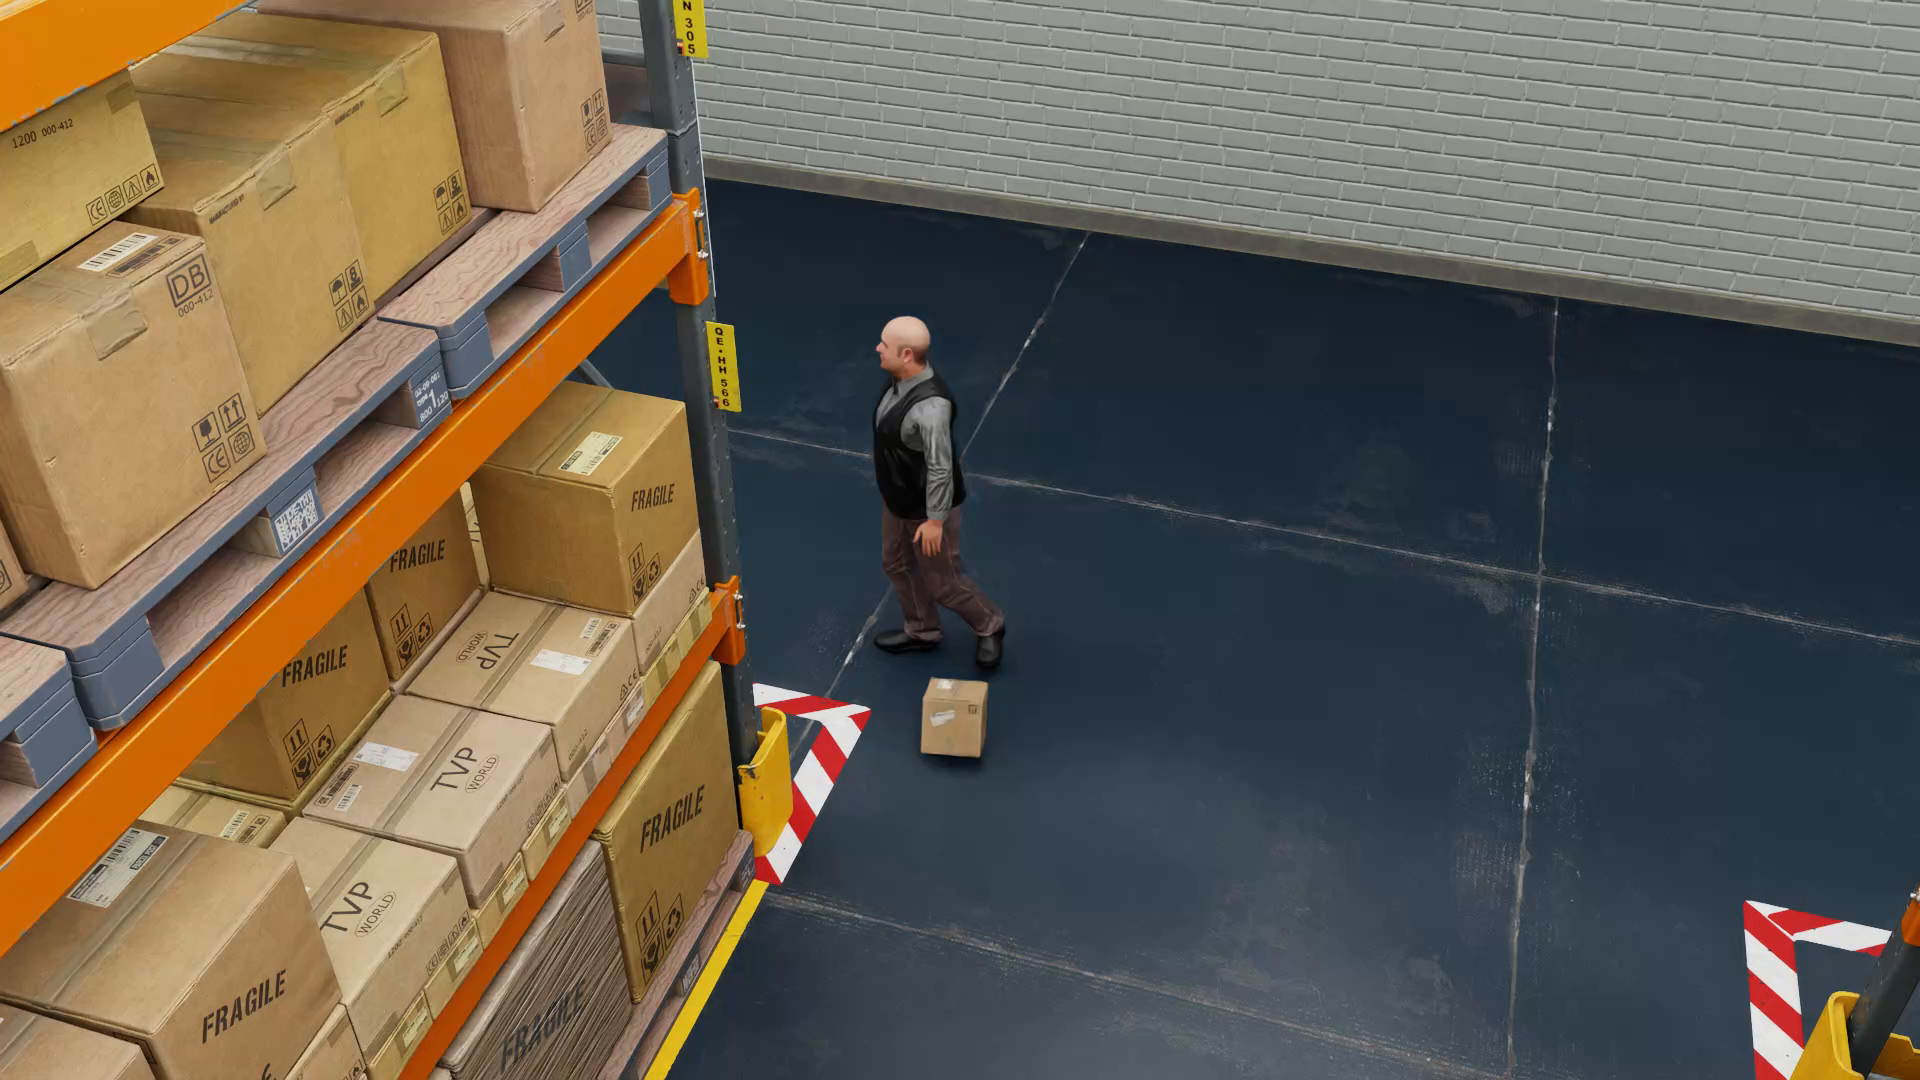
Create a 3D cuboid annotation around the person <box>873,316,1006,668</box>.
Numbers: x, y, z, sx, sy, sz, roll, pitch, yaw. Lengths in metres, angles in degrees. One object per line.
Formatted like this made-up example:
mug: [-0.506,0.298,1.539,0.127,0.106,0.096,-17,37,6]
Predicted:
person: [-0.092,-0.197,7.181,0.582,1.710,0.588,-12,38,-15]
